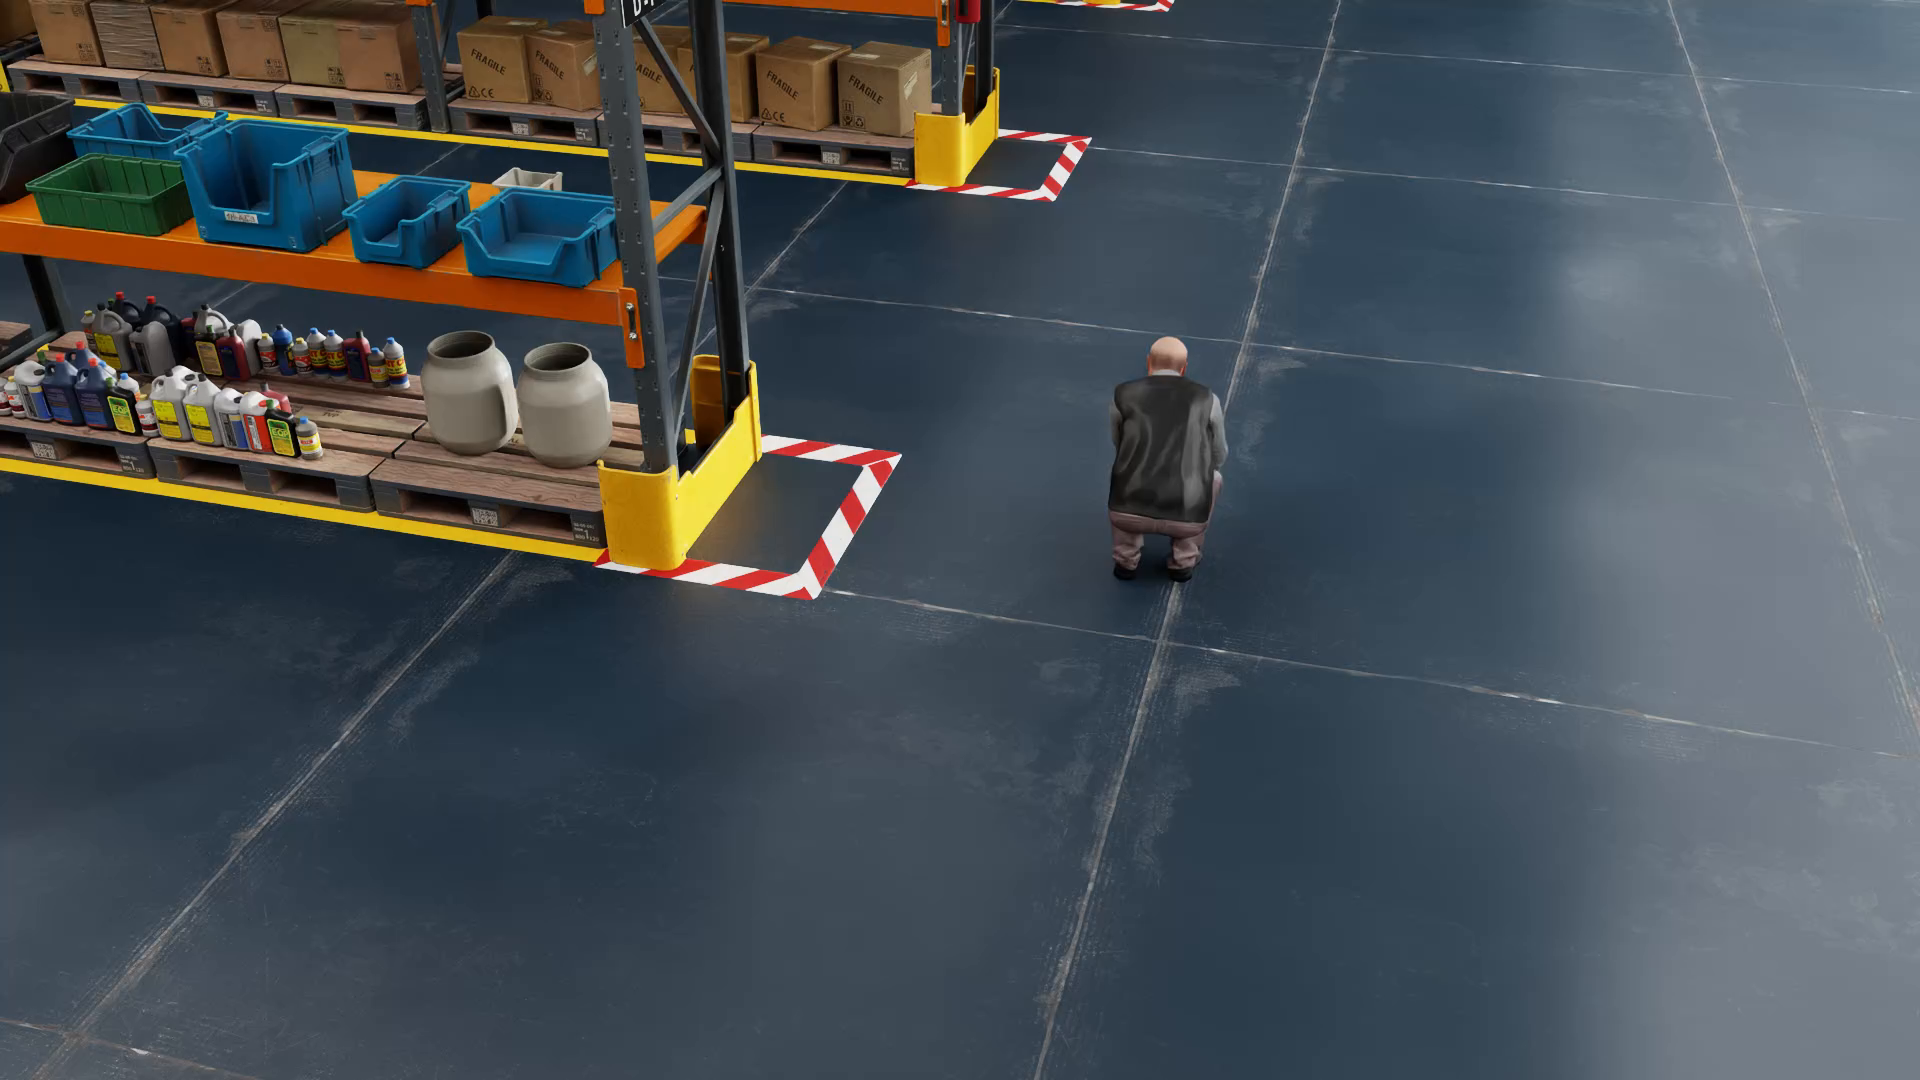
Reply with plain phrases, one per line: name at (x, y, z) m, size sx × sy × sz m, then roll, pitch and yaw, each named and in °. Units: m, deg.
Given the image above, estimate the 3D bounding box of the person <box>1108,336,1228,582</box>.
person at (0.906, -0.341, 7.404) m, size 0.534 × 0.967 × 0.851 m, roll 8°, pitch 34°, yaw 13°
